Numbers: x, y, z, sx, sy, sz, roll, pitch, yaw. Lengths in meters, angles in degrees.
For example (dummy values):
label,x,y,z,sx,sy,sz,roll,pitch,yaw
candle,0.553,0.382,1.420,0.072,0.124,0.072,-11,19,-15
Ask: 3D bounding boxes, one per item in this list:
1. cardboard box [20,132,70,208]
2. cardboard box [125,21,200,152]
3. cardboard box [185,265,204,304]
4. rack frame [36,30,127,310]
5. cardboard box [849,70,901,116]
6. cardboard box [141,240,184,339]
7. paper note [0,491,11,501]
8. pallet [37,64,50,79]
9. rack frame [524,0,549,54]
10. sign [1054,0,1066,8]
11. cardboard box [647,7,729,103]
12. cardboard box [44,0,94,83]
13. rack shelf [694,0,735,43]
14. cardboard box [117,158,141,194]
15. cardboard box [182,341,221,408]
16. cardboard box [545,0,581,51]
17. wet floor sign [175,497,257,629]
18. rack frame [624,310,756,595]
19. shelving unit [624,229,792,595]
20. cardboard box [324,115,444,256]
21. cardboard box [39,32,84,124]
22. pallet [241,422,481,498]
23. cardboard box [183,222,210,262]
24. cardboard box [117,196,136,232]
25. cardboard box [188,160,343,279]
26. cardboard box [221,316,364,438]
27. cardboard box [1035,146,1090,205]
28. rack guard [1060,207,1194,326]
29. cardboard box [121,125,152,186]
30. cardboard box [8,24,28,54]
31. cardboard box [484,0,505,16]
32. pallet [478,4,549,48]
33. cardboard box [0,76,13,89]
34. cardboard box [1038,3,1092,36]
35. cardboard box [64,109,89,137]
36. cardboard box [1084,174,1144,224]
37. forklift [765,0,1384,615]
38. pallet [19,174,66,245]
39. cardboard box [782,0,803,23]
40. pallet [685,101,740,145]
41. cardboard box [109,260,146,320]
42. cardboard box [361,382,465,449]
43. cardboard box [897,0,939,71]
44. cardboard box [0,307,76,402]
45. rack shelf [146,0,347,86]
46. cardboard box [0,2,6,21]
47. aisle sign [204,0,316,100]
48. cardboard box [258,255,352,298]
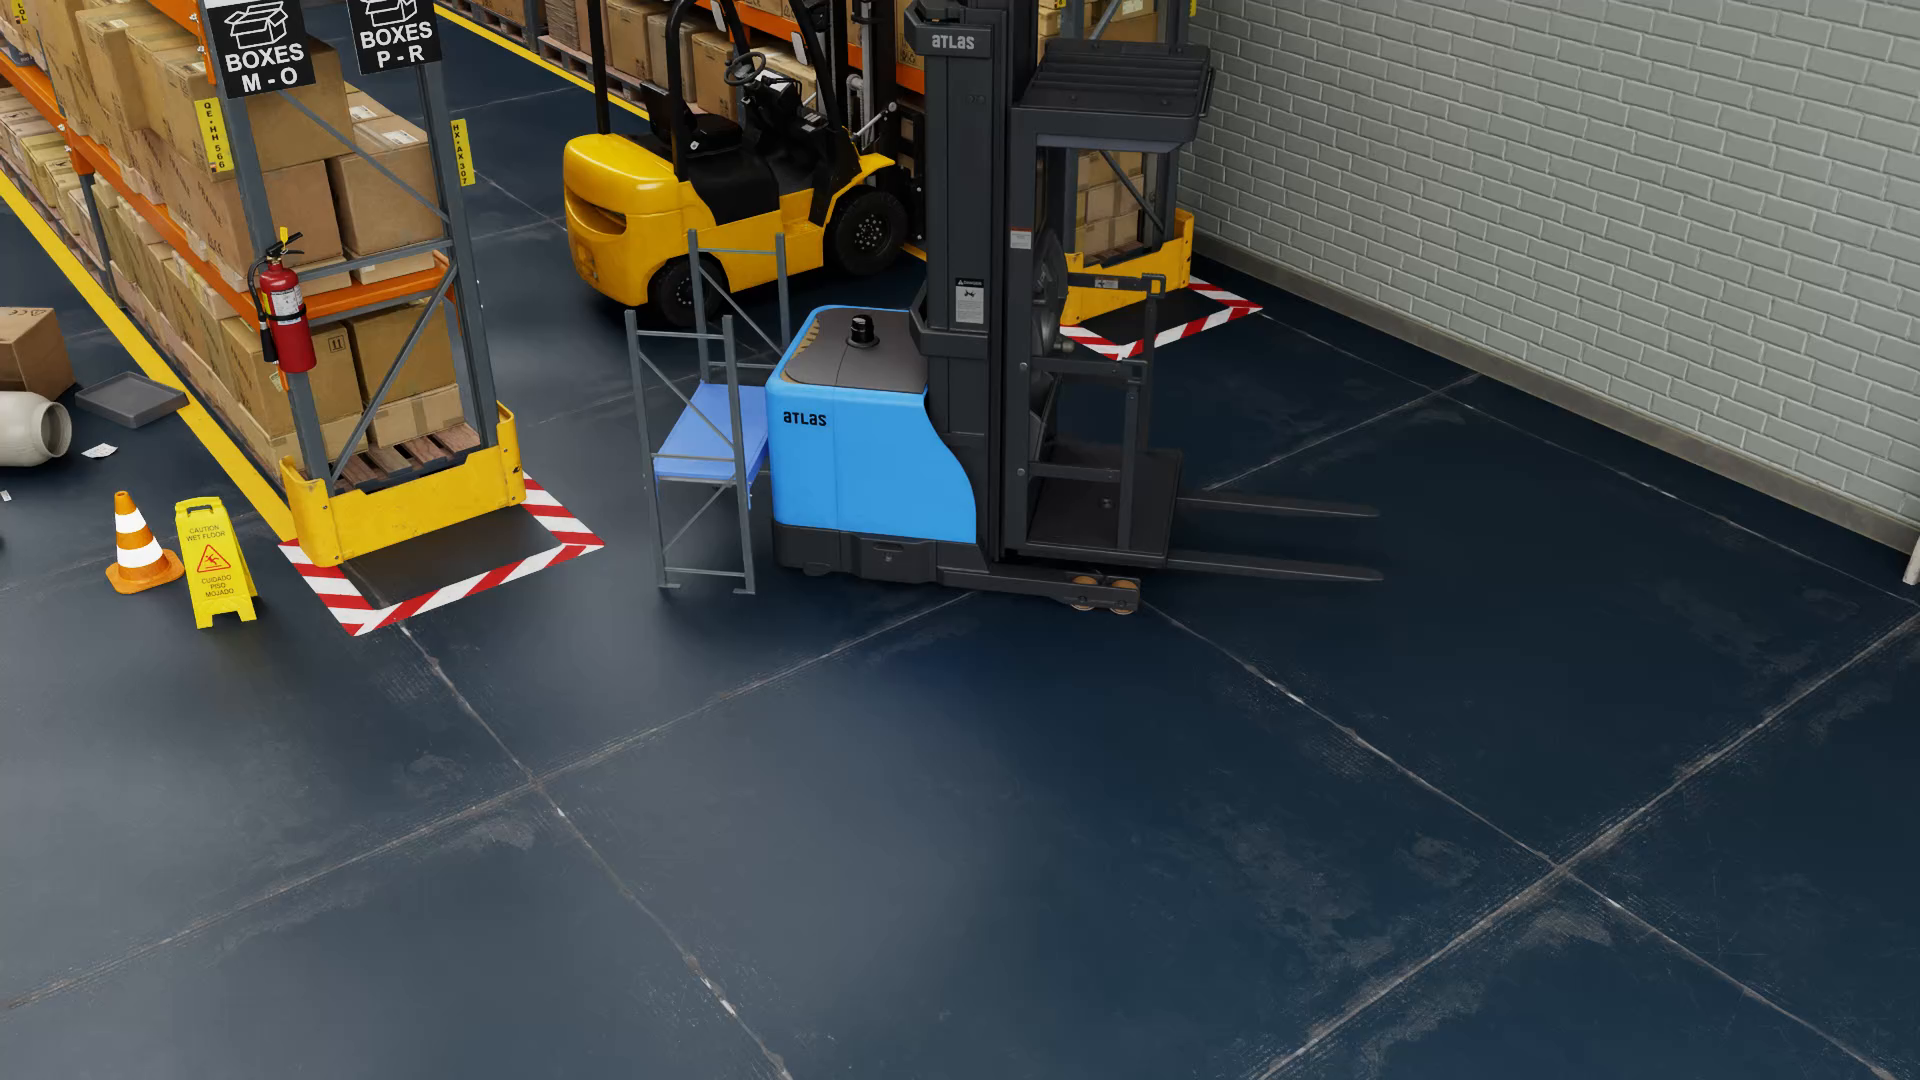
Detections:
label,x,y,z,sx,sy,sz,roll,pitch,yaw
cardboard box,-6.519,-2.883,12.641,0.950,0.372,0.625,-21,37,-30
cardboard box,-3.662,-2.297,8.281,0.700,0.500,0.500,-22,38,-31
cardboard box,-3.999,-1.439,9.106,0.380,0.149,0.250,-22,38,-31
rack frame,-5.324,-3.015,10.761,1.000,3.000,0.127,-22,38,-31
cardboard box,-0.737,-3.334,12.536,0.500,0.250,0.500,-21,37,-30
cardboard box,-4.522,-1.575,9.940,0.500,0.500,0.500,-20,37,-29
paper note,-5.241,-0.243,9.131,0.032,0.001,0.123,-22,38,-31
pallet,-5.678,-3.299,11.400,1.003,0.211,1.213,-22,38,-31
rack frame,-3.859,-6.289,16.034,1.000,3.000,0.127,-22,38,-31
sign,0.610,-3.378,10.024,0.100,0.325,0.005,-22,38,-31
cardboard box,-2.204,-4.332,14.734,0.875,0.625,0.625,-23,38,-32
cardboard box,-4.643,-2.917,9.279,0.700,0.500,0.500,-23,39,-32
rack shelf,-2.632,-5.150,14.881,1.077,0.370,4.000,-22,38,-31
cardboard box,-4.608,-2.137,9.586,0.380,0.149,0.250,-22,38,-31
cardboard box,-4.217,-1.043,9.794,0.500,0.250,0.500,-24,39,-33
cardboard box,-3.487,-5.195,16.124,0.875,0.625,0.625,-21,38,-30
wet floor sign,-3.600,0.078,8.013,0.267,0.644,0.232,-10,33,-15
rack frame,-1.275,-0.390,7.953,0.500,1.500,0.032,4,32,7
shelving unit,-1.203,-0.656,8.381,0.538,1.500,1.048,4,32,7
cardboard box,-2.943,-1.804,8.435,0.500,0.500,0.500,-23,39,-32
cardboard box,-5.275,-2.910,10.216,0.500,0.500,0.500,-22,38,-32
pallet,-3.388,-0.545,9.427,1.003,0.211,1.213,-22,38,-31
cardboard box,-3.835,-1.609,8.735,0.380,0.149,0.250,-22,38,-31
cardboard box,-4.830,-2.001,10.011,0.380,0.149,0.250,-21,37,-30
cardboard box,-3.422,-1.654,8.193,0.500,0.500,0.500,-23,39,-32
cardboard box,-3.569,-0.926,8.896,0.500,0.500,0.500,-22,38,-31
cardboard box,0.518,-2.481,11.163,0.500,0.250,0.500,-21,37,-30
rack guard,1.062,-1.883,11.309,1.175,0.500,0.348,-22,38,-31
cardboard box,-4.325,-2.291,9.219,0.500,0.500,0.500,-22,38,-31
cardboard box,-6.192,-3.423,11.259,0.380,0.149,0.250,-23,39,-32
cardboard box,-4.586,-5.725,17.095,0.500,0.500,0.500,-23,39,-32
pallet,-4.287,-5.428,17.290,1.003,0.211,1.213,-22,38,-31
cardboard box,-8.135,-4.273,14.402,0.875,0.875,0.875,-23,38,-32
cardboard box,0.613,-3.327,10.554,0.380,0.149,0.250,-22,38,-31
cardboard box,-5.385,-2.673,10.449,0.380,0.149,0.250,-22,38,-32
cardboard box,0.923,-2.441,11.572,0.500,0.250,0.500,-21,38,-31
forklift,0.616,-1.184,7.879,3.031,2.935,1.130,6,32,9
pallet,-6.555,-2.663,12.838,1.003,0.211,1.213,-22,38,-31
cardboard box,-1.008,-4.184,12.548,0.500,0.500,0.500,-22,38,-31
pallet,-1.888,-3.732,14.559,1.003,0.211,1.213,-22,38,-31
cardboard box,-5.176,-1.692,10.839,0.500,0.250,0.500,-24,39,-33
cardboard box,-3.148,-0.784,9.377,0.500,0.250,0.500,-23,38,-32
cardboard box,-0.088,-3.551,11.529,0.500,0.500,0.500,-23,39,-32
cardboard box,-5.742,-1.067,9.992,0.500,0.500,0.500,1,32,2
rack shelf,-4.098,-3.150,8.818,1.077,0.370,4.000,-22,38,-31
cardboard box,-6.406,-3.904,11.418,0.500,0.500,0.500,-21,37,-30
aisle sign,-3.063,-2.333,7.199,0.394,0.787,0.004,-22,38,-31
cardboard box,-3.270,-1.328,8.283,0.380,0.149,0.250,-21,37,-30
